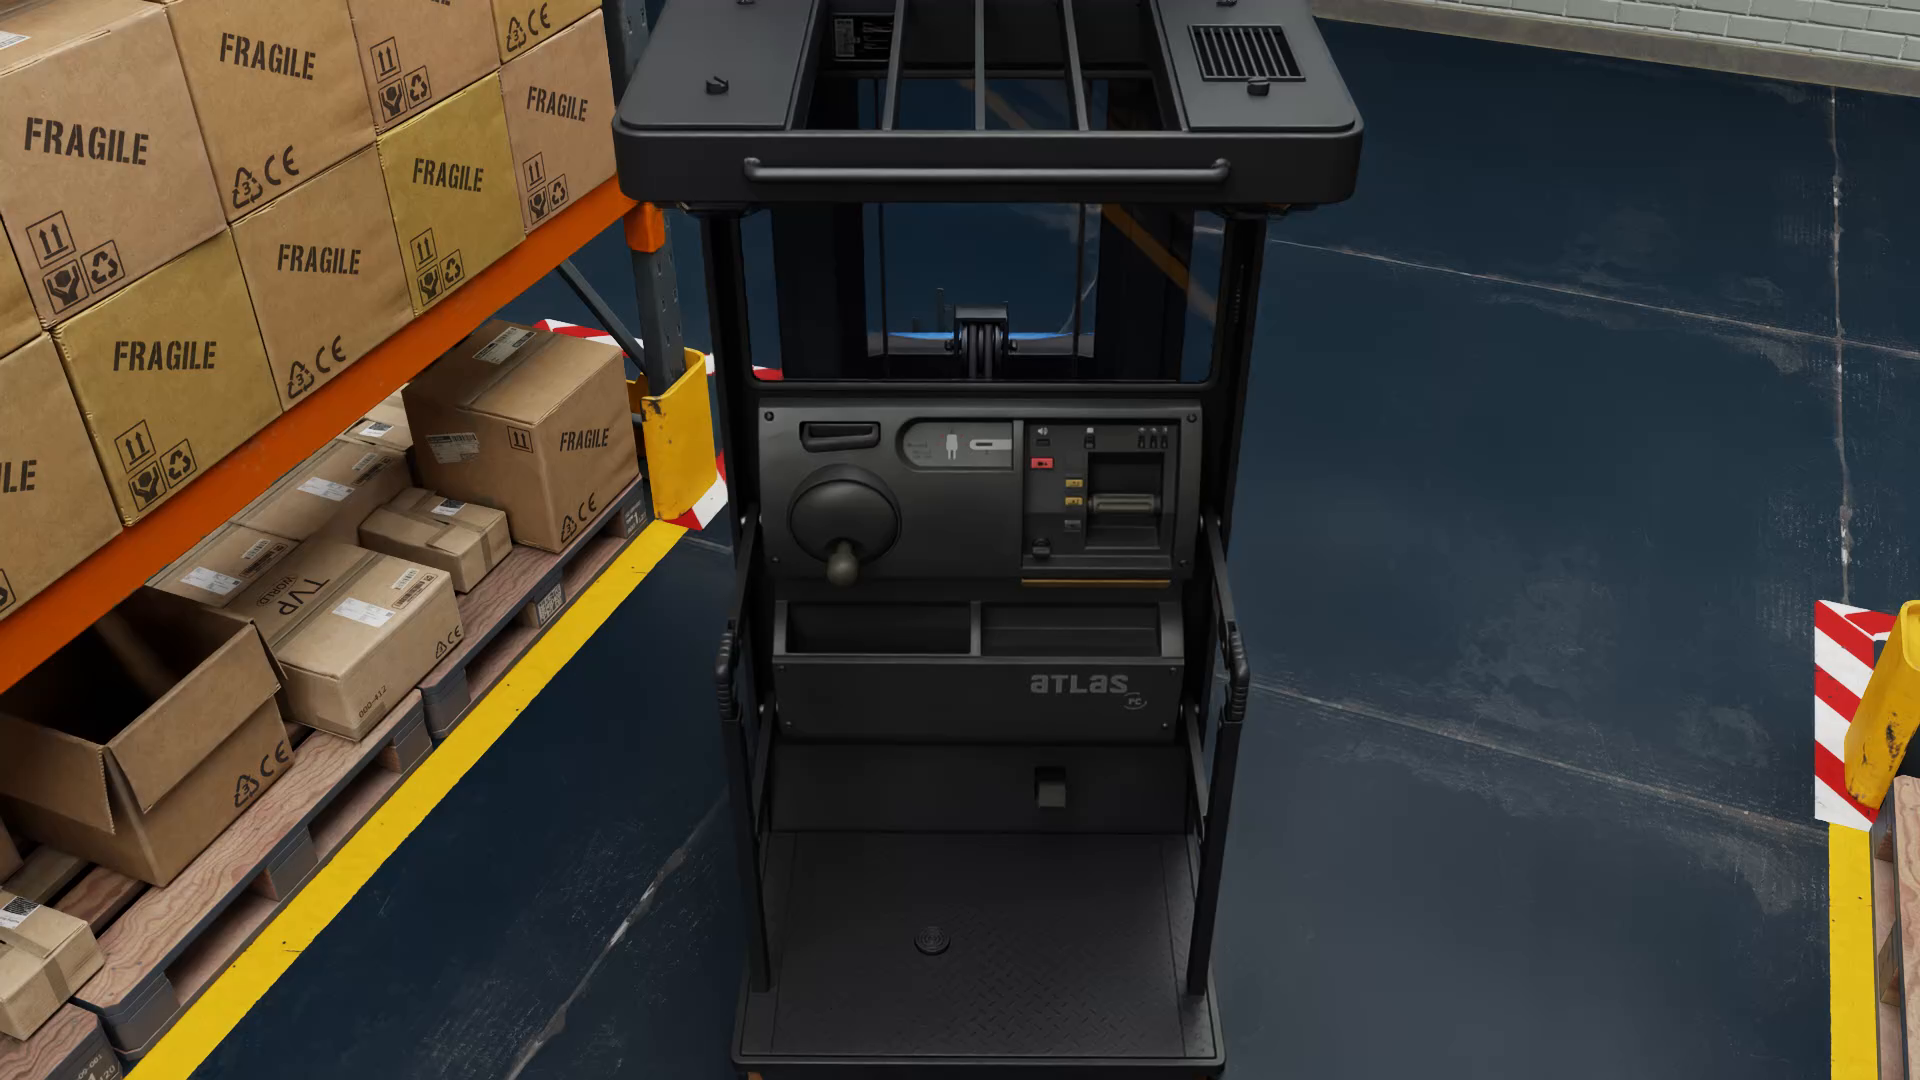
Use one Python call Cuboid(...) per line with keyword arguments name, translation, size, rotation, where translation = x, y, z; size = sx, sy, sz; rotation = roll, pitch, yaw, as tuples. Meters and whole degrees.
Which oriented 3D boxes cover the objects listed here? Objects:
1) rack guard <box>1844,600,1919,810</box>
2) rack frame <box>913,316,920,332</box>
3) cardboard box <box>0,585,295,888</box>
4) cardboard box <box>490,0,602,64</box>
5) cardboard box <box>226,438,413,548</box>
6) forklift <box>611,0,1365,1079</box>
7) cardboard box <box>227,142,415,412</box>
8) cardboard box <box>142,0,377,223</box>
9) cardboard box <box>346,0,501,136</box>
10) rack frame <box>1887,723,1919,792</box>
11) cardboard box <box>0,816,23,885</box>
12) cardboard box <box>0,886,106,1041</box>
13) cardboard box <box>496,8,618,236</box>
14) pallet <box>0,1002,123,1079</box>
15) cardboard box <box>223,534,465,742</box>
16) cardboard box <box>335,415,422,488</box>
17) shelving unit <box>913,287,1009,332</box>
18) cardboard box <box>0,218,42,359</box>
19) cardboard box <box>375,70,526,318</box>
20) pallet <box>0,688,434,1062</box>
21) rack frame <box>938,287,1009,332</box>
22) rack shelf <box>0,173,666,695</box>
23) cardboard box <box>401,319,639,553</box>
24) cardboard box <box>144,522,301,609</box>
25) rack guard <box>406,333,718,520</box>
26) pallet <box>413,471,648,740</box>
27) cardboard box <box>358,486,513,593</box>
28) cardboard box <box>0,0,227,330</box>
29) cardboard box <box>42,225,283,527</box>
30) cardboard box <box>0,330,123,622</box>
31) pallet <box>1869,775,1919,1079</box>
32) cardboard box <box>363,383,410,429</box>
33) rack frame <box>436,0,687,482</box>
Cuboid(name="rack guard", translation=(3.136, 0.586, 4.548), size=(1.175, 0.500, 0.348), rotation=(14, 39, 18))
Cuboid(name="rack frame", translation=(-0.036, -0.309, 5.411), size=(0.240, 0.900, 0.006), rotation=(14, 39, 18))
Cuboid(name="cardboard box", translation=(-2.252, 0.468, 4.337), size=(0.797, 0.503, 0.637), rotation=(14, 39, 18))
Cuboid(name="cardboard box", translation=(-1.355, -1.661, 4.548), size=(0.500, 0.500, 0.500), rotation=(14, 39, 17))
Cuboid(name="cardboard box", translation=(-2.100, -0.091, 5.296), size=(0.500, 0.250, 0.500), rotation=(14, 39, 18))
Cuboid(name="forklift", translation=(0.043, -0.031, 3.343), size=(1.130, 2.935, 3.031), rotation=(0, 37, 0))
Cuboid(name="cardboard box", translation=(-1.748, -0.696, 4.093), size=(0.500, 0.500, 0.500), rotation=(14, 39, 18))
Cuboid(name="cardboard box", translation=(-1.740, -1.093, 3.788), size=(0.500, 0.500, 0.500), rotation=(15, 39, 19))
Cuboid(name="cardboard box", translation=(-1.547, -1.381, 4.173), size=(0.500, 0.500, 0.500), rotation=(15, 39, 19))
Cuboid(name="rack frame", translation=(3.139, -0.399, 3.778), size=(1.000, 3.000, 0.127), rotation=(14, 39, 18))
Cuboid(name="cardboard box", translation=(-2.722, 0.791, 4.065), size=(0.500, 0.311, 0.500), rotation=(14, 39, 18))
Cuboid(name="cardboard box", translation=(-2.282, 0.980, 3.933), size=(0.380, 0.166, 0.250), rotation=(14, 39, 18))
Cuboid(name="cardboard box", translation=(-1.359, -1.259, 4.846), size=(0.500, 0.500, 0.500), rotation=(15, 39, 19))
Cuboid(name="pallet", translation=(-2.700, 1.422, 3.671), size=(1.003, 0.211, 1.213), rotation=(14, 39, 18))
Cuboid(name="cardboard box", translation=(-1.808, 0.272, 4.810), size=(0.500, 0.250, 0.500), rotation=(14, 39, 18))
Cuboid(name="cardboard box", translation=(-2.012, -0.279, 5.617), size=(0.380, 0.166, 0.250), rotation=(14, 39, 18))
Cuboid(name="shelving unit", translation=(0.003, -0.365, 5.487), size=(0.258, 0.900, 0.210), rotation=(14, 39, 18))
Cuboid(name="cardboard box", translation=(-2.131, -0.522, 3.025), size=(0.500, 0.500, 0.500), rotation=(13, 39, 16))
Cuboid(name="cardboard box", translation=(-1.553, -0.971, 4.461), size=(0.500, 0.500, 0.500), rotation=(14, 39, 18))
Cuboid(name="pallet", translation=(-2.237, 0.744, 4.578), size=(1.003, 0.211, 1.213), rotation=(14, 39, 18))
Cuboid(name="rack frame", translation=(0.042, -0.421, 5.562), size=(0.240, 0.900, 0.006), rotation=(14, 39, 18))
Cuboid(name="rack shelf", translation=(-2.201, -0.134, 4.025), size=(1.077, 0.370, 4.000), rotation=(14, 39, 18))
Cuboid(name="cardboard box", translation=(-1.419, -0.347, 5.430), size=(0.500, 0.500, 0.500), rotation=(14, 39, 18))
Cuboid(name="cardboard box", translation=(-2.290, 0.186, 4.925), size=(0.500, 0.250, 0.500), rotation=(14, 39, 18))
Cuboid(name="rack guard", translation=(-1.469, -0.486, 5.983), size=(1.175, 0.500, 0.348), rotation=(14, 39, 18))
Cuboid(name="pallet", translation=(-1.771, 0.071, 5.479), size=(1.003, 0.211, 1.213), rotation=(14, 39, 18))
Cuboid(name="cardboard box", translation=(-1.657, -0.010, 5.257), size=(0.380, 0.166, 0.250), rotation=(14, 39, 18))
Cuboid(name="cardboard box", translation=(-1.935, -0.809, 3.408), size=(0.500, 0.500, 0.500), rotation=(15, 39, 19))
Cuboid(name="cardboard box", translation=(-1.940, -0.418, 3.720), size=(0.500, 0.500, 0.500), rotation=(13, 39, 17))
Cuboid(name="cardboard box", translation=(-2.132, -0.136, 3.342), size=(0.500, 0.500, 0.500), rotation=(14, 39, 18))
Cuboid(name="pallet", translation=(2.790, 1.166, 4.014), size=(1.003, 0.211, 1.213), rotation=(14, 39, 18))
Cuboid(name="cardboard box", translation=(-1.917, -0.410, 5.807), size=(0.380, 0.149, 0.250), rotation=(14, 39, 18))
Cuboid(name="rack frame", translation=(-1.440, -1.529, 5.291), size=(1.000, 3.000, 0.127), rotation=(14, 39, 18))
